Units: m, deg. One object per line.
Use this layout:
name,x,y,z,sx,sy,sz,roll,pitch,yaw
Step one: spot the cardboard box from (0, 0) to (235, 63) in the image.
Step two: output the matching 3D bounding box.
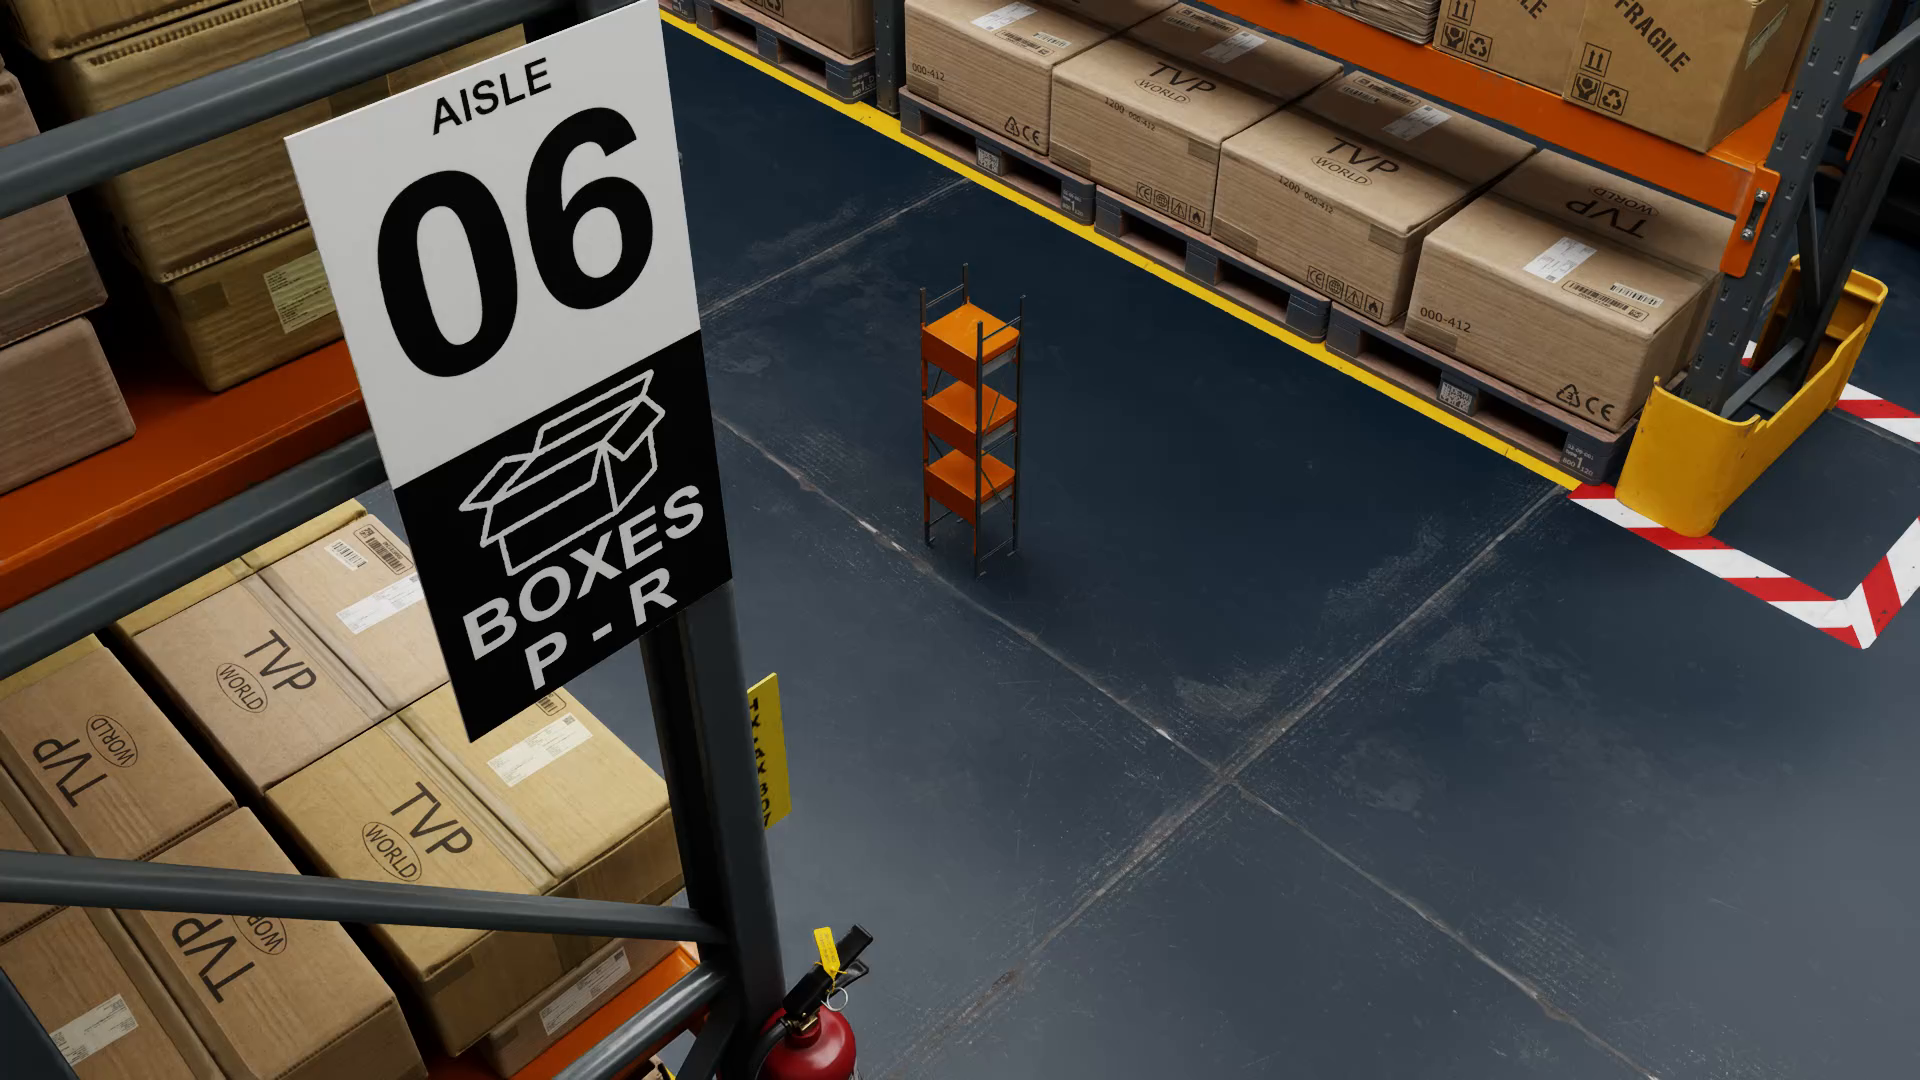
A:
cardboard box,-0.826,-0.756,1.671,0.500,0.250,0.500,34,52,31

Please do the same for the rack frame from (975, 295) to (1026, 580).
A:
rack frame,0.124,-0.301,5.302,0.200,1.050,0.008,-34,53,-31

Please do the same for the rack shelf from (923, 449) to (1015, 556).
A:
rack shelf,0.038,-0.148,5.562,0.215,0.259,0.240,-34,53,-31

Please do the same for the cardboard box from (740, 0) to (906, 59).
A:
cardboard box,-0.498,-3.019,8.064,0.875,0.875,0.875,-32,52,-30

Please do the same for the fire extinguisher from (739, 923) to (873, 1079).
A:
fire extinguisher,-0.260,0.931,2.864,0.296,0.674,0.183,-34,53,-31

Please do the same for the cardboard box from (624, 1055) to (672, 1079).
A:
cardboard box,-1.056,1.340,3.620,0.637,0.503,0.797,32,52,30

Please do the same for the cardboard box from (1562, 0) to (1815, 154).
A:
cardboard box,2.293,-1.606,5.204,0.500,0.500,0.500,-34,52,-31

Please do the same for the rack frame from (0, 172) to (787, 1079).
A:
rack frame,-0.691,0.917,2.548,1.000,3.000,0.127,-34,53,-31

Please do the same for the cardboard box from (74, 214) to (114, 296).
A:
cardboard box,-0.955,-0.471,2.024,0.380,0.149,0.250,-33,52,-31

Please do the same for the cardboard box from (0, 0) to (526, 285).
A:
cardboard box,-0.811,-0.583,1.852,0.500,0.250,0.500,34,52,31

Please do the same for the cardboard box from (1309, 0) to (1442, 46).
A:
cardboard box,1.579,-2.096,5.735,0.500,0.500,0.500,-33,52,-30

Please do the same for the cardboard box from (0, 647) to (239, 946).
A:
cardboard box,-1.567,0.520,2.868,0.500,0.250,0.500,-34,52,-31

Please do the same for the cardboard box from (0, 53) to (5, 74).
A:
cardboard box,-1.202,-0.502,1.396,0.500,0.250,0.500,33,52,30

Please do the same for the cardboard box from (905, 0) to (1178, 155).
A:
cardboard box,0.363,-2.246,7.549,0.875,0.438,0.875,33,52,31

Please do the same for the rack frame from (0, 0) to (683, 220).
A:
rack frame,-0.691,-1.287,0.512,1.000,3.000,0.127,-34,53,-31

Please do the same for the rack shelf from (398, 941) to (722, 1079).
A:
rack shelf,-2.103,0.220,3.832,1.077,0.370,4.000,-34,53,-31

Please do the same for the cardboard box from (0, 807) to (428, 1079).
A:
cardboard box,-1.204,0.769,2.599,0.500,0.250,0.500,-33,52,-30

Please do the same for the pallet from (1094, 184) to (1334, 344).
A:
pallet,1.343,-1.373,7.080,1.003,0.211,1.213,-34,53,-31

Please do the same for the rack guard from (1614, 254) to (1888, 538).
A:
rack guard,2.838,-0.534,5.960,1.175,0.500,0.348,-34,53,-31

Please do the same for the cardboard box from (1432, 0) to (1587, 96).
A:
cardboard box,1.949,-1.854,5.472,0.500,0.500,0.500,33,52,31

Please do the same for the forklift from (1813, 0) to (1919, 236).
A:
forklift,4.367,-2.653,6.461,1.130,2.935,3.031,-29,50,-28

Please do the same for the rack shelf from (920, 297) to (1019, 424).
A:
rack shelf,0.038,-0.561,5.180,0.215,0.259,0.240,-34,53,-31

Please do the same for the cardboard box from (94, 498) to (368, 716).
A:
cardboard box,-1.537,0.031,3.397,0.500,0.250,0.500,33,52,31

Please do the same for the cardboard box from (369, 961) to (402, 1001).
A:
cardboard box,-0.941,0.620,3.054,0.380,0.149,0.250,-33,52,-30

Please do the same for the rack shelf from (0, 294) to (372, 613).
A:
rack shelf,-2.103,-0.882,2.814,1.077,0.370,4.000,-34,53,-31

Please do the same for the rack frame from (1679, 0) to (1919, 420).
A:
rack frame,2.821,-1.464,5.124,1.000,3.000,0.127,-34,53,-31

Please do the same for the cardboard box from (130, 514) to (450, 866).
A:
cardboard box,-1.177,0.273,3.135,0.500,0.250,0.500,-34,52,-31

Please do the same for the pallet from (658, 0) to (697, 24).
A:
pallet,-1.468,-3.283,9.147,1.003,0.211,1.213,-34,53,-31

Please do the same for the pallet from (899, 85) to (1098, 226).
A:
pallet,0.478,-1.959,7.714,1.003,0.211,1.213,-34,53,-31

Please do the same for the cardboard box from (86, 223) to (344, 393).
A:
cardboard box,-0.751,-0.357,1.901,0.380,0.149,0.250,-33,52,-30

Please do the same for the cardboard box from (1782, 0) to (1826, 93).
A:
cardboard box,2.685,-1.869,5.489,0.500,0.500,0.500,34,52,31

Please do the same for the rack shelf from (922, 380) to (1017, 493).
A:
rack shelf,0.038,-0.352,5.373,0.215,0.259,0.240,-34,53,-31

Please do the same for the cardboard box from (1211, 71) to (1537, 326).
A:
cardboard box,1.632,-1.382,6.614,0.875,0.438,0.875,-33,52,-30

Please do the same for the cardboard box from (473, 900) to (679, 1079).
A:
cardboard box,-0.729,0.720,2.946,0.250,0.149,0.380,34,52,31

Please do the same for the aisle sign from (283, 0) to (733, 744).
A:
aisle sign,-0.435,-0.146,1.782,0.394,0.787,0.004,-34,53,-31

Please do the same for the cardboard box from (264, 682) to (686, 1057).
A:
cardboard box,-0.821,0.515,2.873,0.500,0.250,0.500,-34,52,-31

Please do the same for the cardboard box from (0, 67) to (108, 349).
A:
cardboard box,-1.198,-0.322,1.570,0.500,0.250,0.500,33,52,31

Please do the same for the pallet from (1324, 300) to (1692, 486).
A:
pallet,2.201,-0.786,6.446,1.003,0.211,1.213,-34,53,-31

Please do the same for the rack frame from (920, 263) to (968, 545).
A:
rack frame,-0.048,-0.419,5.429,0.200,1.050,0.008,-34,53,-31

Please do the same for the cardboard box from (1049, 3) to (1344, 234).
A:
cardboard box,0.996,-1.816,7.084,0.875,0.438,0.875,33,52,30

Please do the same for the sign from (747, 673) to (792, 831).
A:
sign,-0.307,0.339,2.535,0.100,0.325,0.005,-34,53,-31

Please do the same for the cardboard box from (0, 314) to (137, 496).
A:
cardboard box,-1.081,-0.136,1.661,0.380,0.149,0.250,-33,52,-30

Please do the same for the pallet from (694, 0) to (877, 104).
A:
pallet,-0.602,-2.696,8.513,1.003,0.211,1.213,-34,53,-31

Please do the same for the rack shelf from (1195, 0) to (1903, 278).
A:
rack shelf,1.408,-2.161,6.408,1.077,0.370,4.000,-34,53,-31

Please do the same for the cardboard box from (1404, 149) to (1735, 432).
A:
cardboard box,2.284,-0.946,6.142,0.875,0.438,0.875,32,52,30

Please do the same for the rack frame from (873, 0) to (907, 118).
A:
rack frame,-0.004,-3.386,7.204,1.000,3.000,0.127,-34,53,-31

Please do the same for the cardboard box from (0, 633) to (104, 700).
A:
cardboard box,-1.913,0.280,3.128,0.500,0.250,0.500,-32,52,-30

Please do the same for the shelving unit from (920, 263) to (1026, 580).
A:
shelving unit,0.038,-0.360,5.366,0.215,1.050,0.252,-34,53,-31
